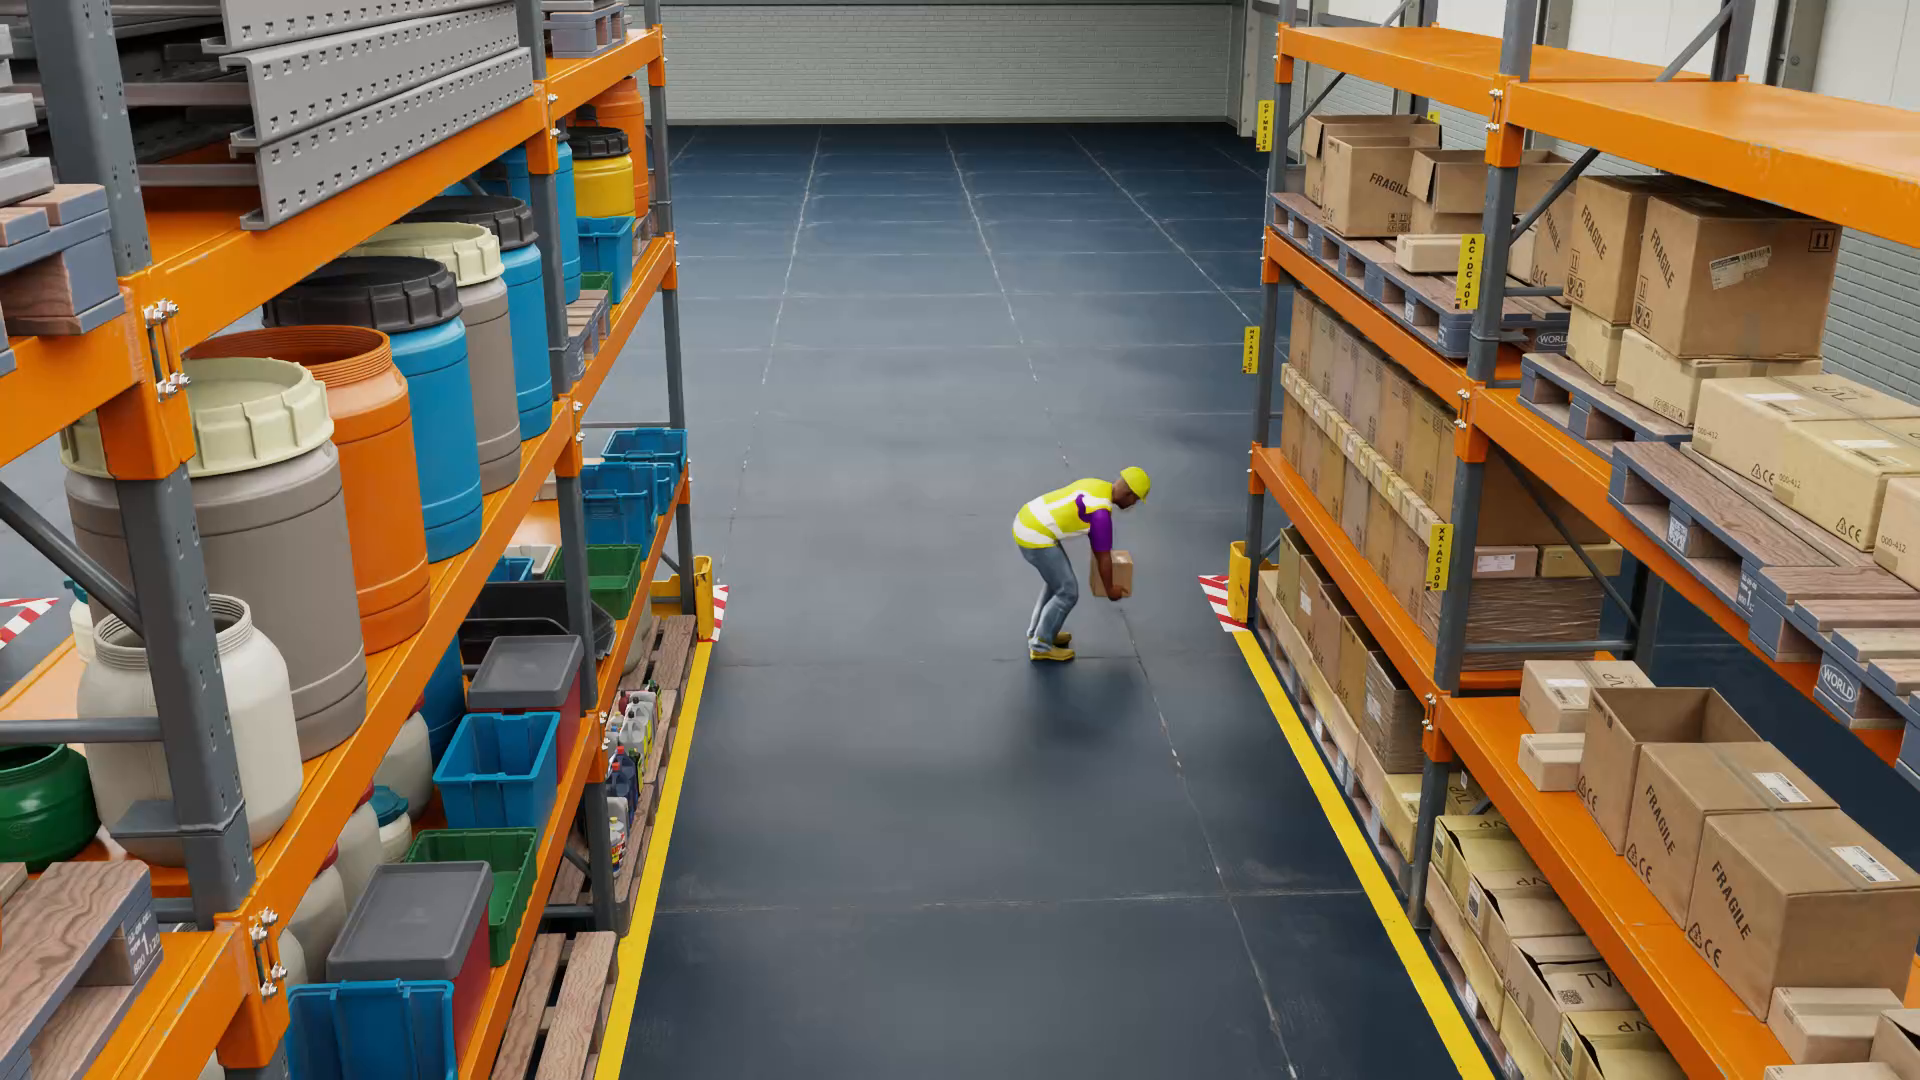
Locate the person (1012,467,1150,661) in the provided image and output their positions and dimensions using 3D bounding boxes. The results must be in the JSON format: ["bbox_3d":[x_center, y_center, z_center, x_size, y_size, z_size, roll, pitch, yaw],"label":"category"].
[{"bbox_3d":[0.820,0.139,11.318,0.923,1.311,0.492,-2,20,-5],"label":"person"}]
